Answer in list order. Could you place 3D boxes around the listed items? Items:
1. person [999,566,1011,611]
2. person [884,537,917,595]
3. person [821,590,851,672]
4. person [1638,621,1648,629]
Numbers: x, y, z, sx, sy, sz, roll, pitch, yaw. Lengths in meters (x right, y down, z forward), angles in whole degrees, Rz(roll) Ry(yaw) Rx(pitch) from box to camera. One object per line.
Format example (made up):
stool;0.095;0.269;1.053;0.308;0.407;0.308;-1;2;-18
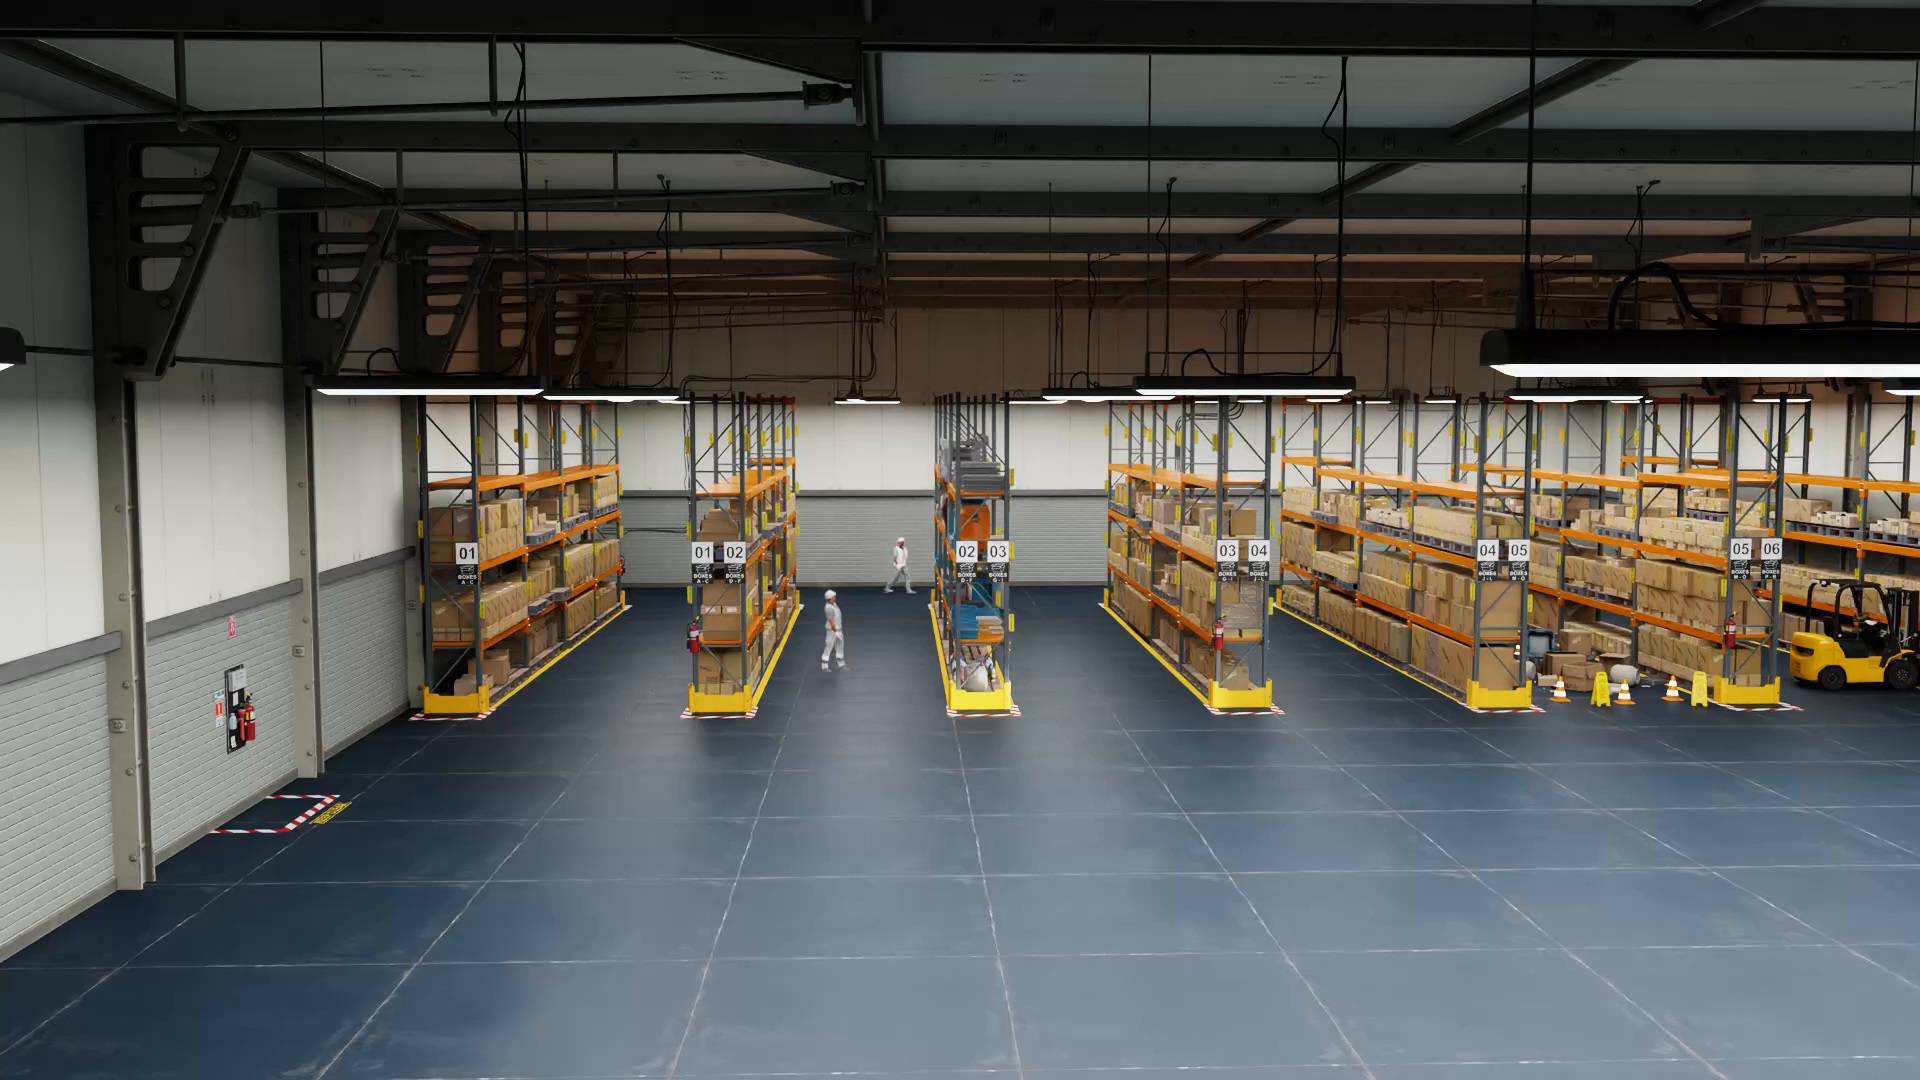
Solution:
person;1.251;1.129;46.983;0.539;1.697;0.482;3;6;37
person;-1.816;0.797;50.761;0.996;1.750;0.659;2;5;21
person;-2.686;1.969;35.788;0.528;1.807;0.686;1;5;15
person;17.639;1.490;42.873;0.368;1.593;0.455;1;5;17
